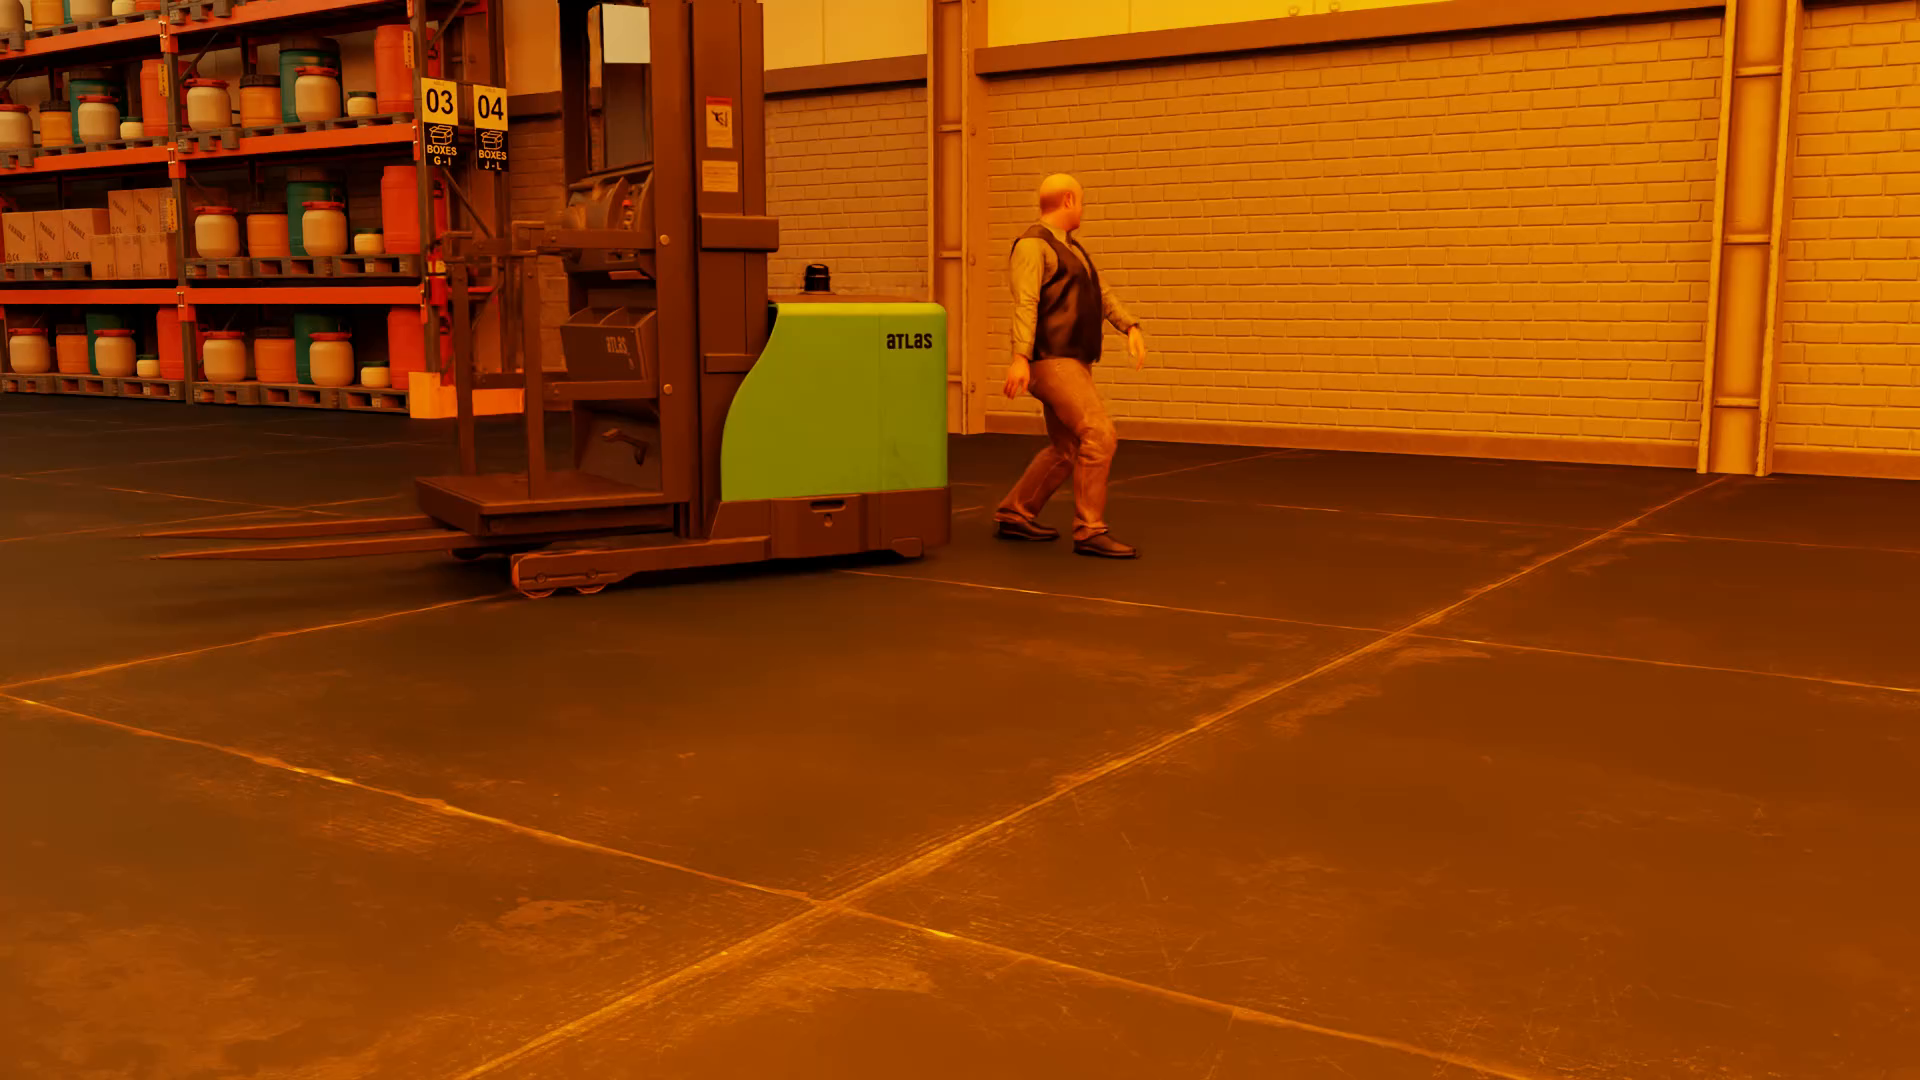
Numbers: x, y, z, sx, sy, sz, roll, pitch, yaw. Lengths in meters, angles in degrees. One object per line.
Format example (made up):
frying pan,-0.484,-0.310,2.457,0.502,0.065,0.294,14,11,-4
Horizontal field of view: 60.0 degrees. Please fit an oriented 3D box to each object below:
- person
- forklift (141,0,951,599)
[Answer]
person,0.450,-0.771,7.253,0.785,1.637,0.695,3,9,21
forklift,-1.570,-1.321,6.479,3.031,2.935,1.130,-5,9,-30
